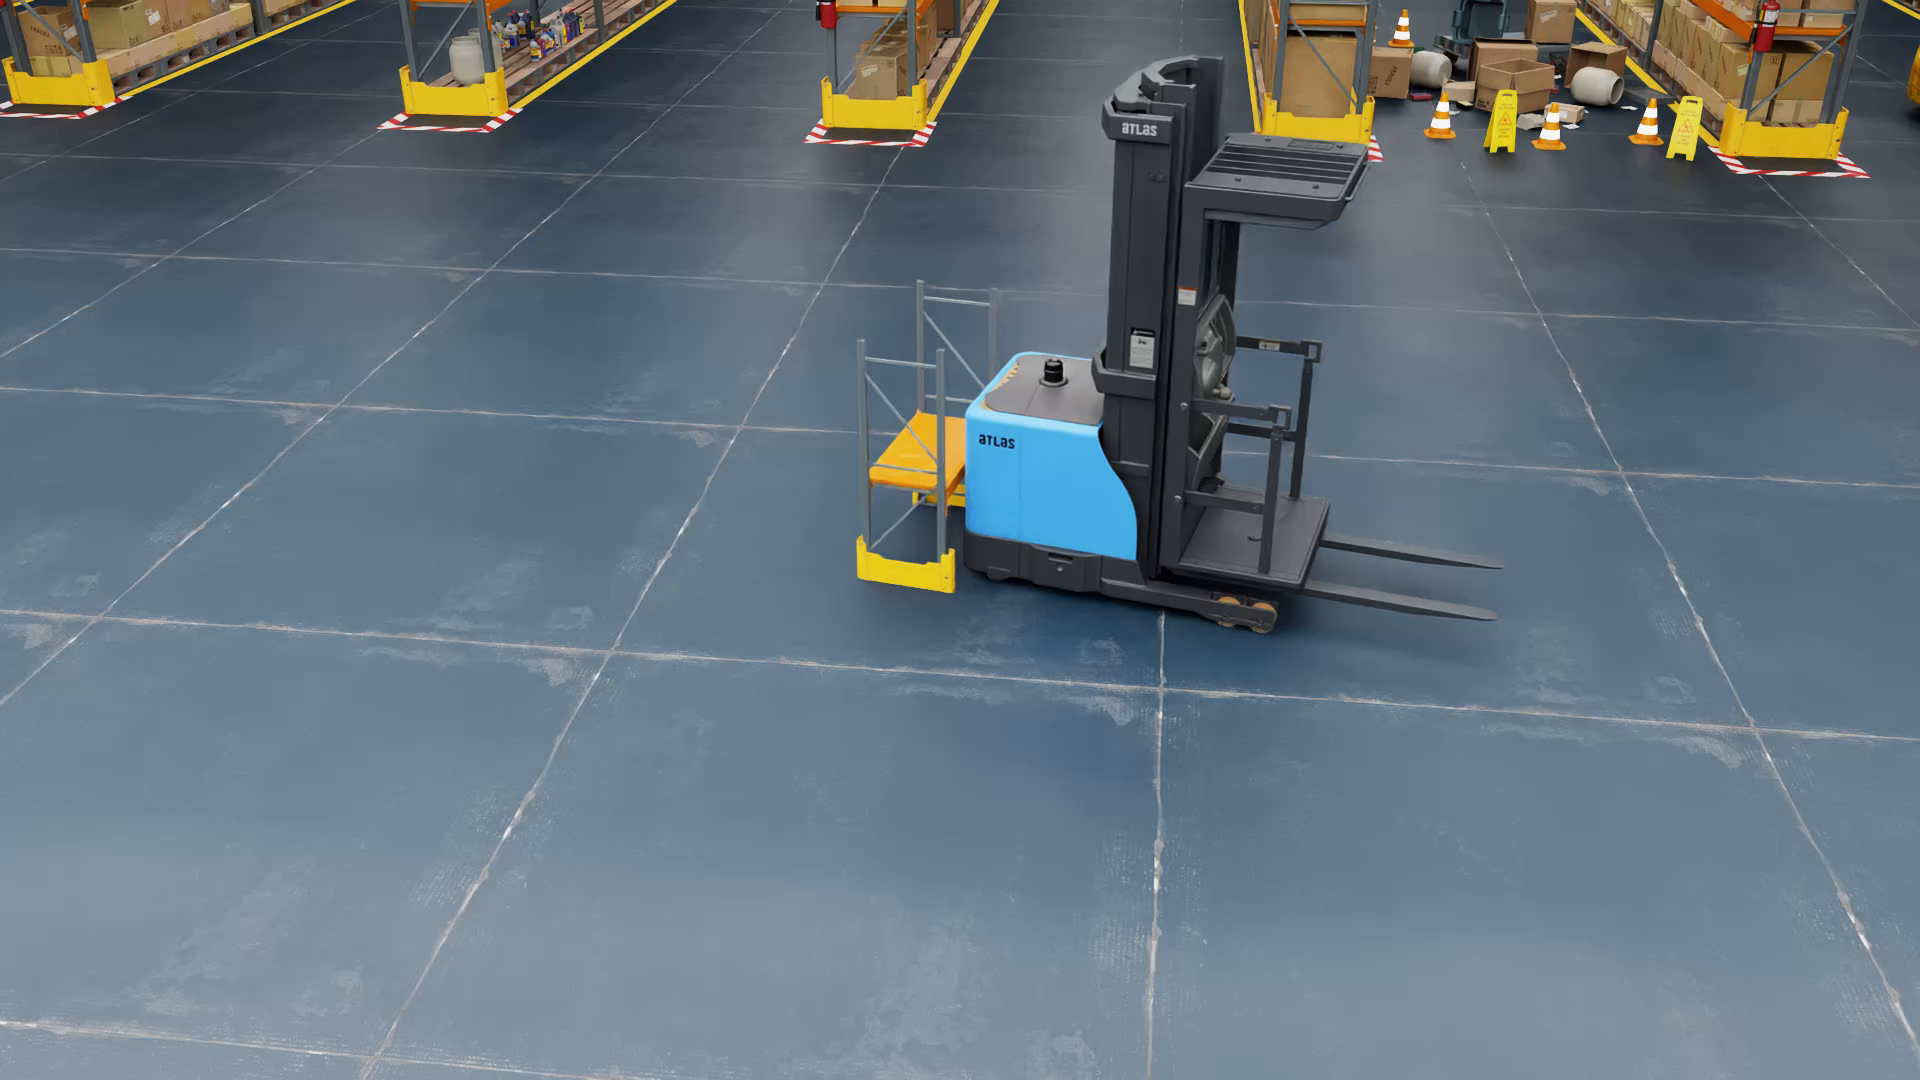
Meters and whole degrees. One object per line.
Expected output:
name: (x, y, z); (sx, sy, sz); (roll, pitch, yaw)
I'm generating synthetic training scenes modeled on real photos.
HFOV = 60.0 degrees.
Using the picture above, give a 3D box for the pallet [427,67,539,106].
pallet: (-5.832, -5.536, 20.303); (1.003, 0.211, 1.213); (3, 28, 6)

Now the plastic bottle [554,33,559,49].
plastic bottle: (-5.277, -6.492, 21.624); (0.097, 0.201, 0.097); (0, 28, 0)

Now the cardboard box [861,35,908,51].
cardboard box: (-0.852, -5.716, 19.890); (0.500, 0.500, 0.500); (11, 30, 19)

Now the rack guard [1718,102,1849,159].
rack guard: (8.861, -4.415, 17.917); (1.175, 0.500, 0.348); (3, 28, 6)

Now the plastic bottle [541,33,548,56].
plastic bottle: (-5.326, -6.332, 21.254); (0.097, 0.271, 0.097); (0, 28, 0)

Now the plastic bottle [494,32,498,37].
plastic bottle: (-5.946, -6.342, 21.259); (0.061, 0.283, 0.133); (3, 28, 6)

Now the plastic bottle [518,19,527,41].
plastic bottle: (-5.818, -6.787, 22.099); (0.097, 0.271, 0.097); (0, 28, 0)

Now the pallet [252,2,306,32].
pallet: (-10.274, -7.637, 24.203); (1.003, 0.211, 1.213); (3, 28, 6)

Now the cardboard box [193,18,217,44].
cardboard box: (-10.283, -6.788, 22.143); (0.500, 0.250, 0.500); (3, 28, 6)

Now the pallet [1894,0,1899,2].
pallet: (15.039, -8.653, 26.088); (1.003, 0.211, 1.213); (3, 28, 6)

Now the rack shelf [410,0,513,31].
rack shelf: (-5.655, -6.968, 20.779); (1.077, 0.370, 4.000); (3, 28, 6)

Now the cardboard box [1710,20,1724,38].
cardboard box: (8.703, -5.756, 18.754); (0.380, 0.149, 0.250); (4, 29, 7)

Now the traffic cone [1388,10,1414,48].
traffic cone: (6.079, -7.029, 22.809); (0.336, 0.463, 0.334); (3, 28, 6)

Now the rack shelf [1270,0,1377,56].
rack shelf: (4.171, -6.344, 19.622); (1.077, 0.370, 4.000); (3, 28, 6)

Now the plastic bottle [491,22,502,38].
plastic bottle: (-6.018, -6.521, 21.521); (0.144, 0.351, 0.185); (5, 29, 8)

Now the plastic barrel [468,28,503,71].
plastic barrel: (-5.833, -5.983, 20.373); (0.421, 0.512, 0.421); (0, 28, 0)

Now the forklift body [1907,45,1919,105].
forklift body: (12.200, -5.818, 18.781); (2.313, 2.155, 1.214); (3, 28, 6)

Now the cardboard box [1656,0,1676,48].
cardboard box: (9.001, -6.405, 20.641); (0.500, 0.500, 0.500); (5, 29, 9)

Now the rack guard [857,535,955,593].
rack guard: (-0.317, 0.140, 9.726); (0.587, 0.250, 0.087); (8, 29, 15)

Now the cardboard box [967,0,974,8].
cardboard box: (-0.184, -8.068, 24.236); (0.700, 0.500, 0.500); (6, 29, 10)

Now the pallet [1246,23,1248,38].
pallet: (4.583, -7.318, 23.611); (1.003, 0.211, 1.213); (3, 28, 6)

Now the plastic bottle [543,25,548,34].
plastic bottle: (-5.395, -6.591, 21.722); (0.061, 0.283, 0.133); (3, 28, 6)

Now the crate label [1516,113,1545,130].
crate label: (6.515, -4.775, 18.968); (0.250, 0.136, 0.298); (-11, 30, -20)

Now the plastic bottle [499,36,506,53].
plastic bottle: (-5.909, -6.379, 21.414); (0.097, 0.201, 0.097); (0, 28, 0)

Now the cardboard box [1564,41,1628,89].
cardboard box: (7.860, -5.837, 20.556); (0.500, 0.500, 0.500); (-24, 36, -37)

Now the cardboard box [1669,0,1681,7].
cardboard box: (8.926, -6.635, 20.385); (0.380, 0.149, 0.250); (4, 29, 7)

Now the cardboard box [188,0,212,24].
cardboard box: (-10.295, -7.119, 21.967); (0.500, 0.500, 0.500); (3, 28, 6)

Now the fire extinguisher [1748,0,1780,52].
fire extinguisher: (8.380, -5.418, 17.226); (0.296, 0.674, 0.183); (3, 28, 6)

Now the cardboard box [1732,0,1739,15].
cardboard box: (8.658, -5.802, 18.122); (0.380, 0.149, 0.250); (3, 28, 5)

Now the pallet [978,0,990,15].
pallet: (-0.101, -8.226, 25.296); (1.003, 0.211, 1.213); (3, 28, 6)

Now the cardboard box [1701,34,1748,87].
cardboard box: (8.751, -5.422, 18.817); (0.500, 0.500, 0.500); (4, 29, 8)

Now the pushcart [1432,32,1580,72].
pushcart: (7.073, -6.317, 21.577); (1.648, 0.377, 0.936); (-6, 29, -11)

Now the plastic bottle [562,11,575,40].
plastic bottle: (-5.226, -6.843, 22.119); (0.144, 0.351, 0.185); (2, 28, 4)

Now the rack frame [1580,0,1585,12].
rack frame: (9.832, -9.245, 24.248); (1.000, 3.000, 0.127); (3, 28, 6)

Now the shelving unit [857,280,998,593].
shelving unit: (-0.168, -0.635, 9.848); (0.587, 1.500, 1.083); (8, 29, 15)

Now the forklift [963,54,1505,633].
forklift: (1.590, -1.056, 9.120); (3.031, 2.935, 1.130); (10, 30, 17)

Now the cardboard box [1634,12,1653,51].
cardboard box: (9.403, -6.637, 21.735); (0.950, 0.372, 0.625); (4, 29, 7)

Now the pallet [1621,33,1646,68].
pallet: (9.435, -6.501, 22.095); (1.003, 0.211, 1.213); (3, 28, 6)

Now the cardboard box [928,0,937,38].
cardboard box: (-0.583, -6.836, 21.970); (0.500, 0.500, 0.500); (3, 28, 5)

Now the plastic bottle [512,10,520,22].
plastic bottle: (-5.920, -6.898, 22.220); (0.144, 0.351, 0.185); (4, 29, 8)

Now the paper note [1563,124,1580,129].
paper note: (6.992, -4.733, 19.003); (0.148, 0.019, 0.142); (-6, 29, -11)

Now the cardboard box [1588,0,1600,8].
cardboard box: (9.752, -8.008, 24.279); (0.950, 0.372, 0.625); (1, 28, 3)

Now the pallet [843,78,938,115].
pallet: (-0.840, -5.244, 19.761); (1.003, 0.211, 1.213); (3, 28, 6)

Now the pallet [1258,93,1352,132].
pallet: (3.947, -4.873, 19.072); (1.003, 0.211, 1.213); (3, 28, 6)

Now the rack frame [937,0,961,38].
rack frame: (-0.494, -7.938, 21.822); (1.000, 3.000, 0.127); (3, 28, 6)

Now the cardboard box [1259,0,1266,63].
cardboard box: (4.270, -6.560, 21.061); (0.875, 0.875, 0.875); (4, 29, 7)

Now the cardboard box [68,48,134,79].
cardboard box: (-10.529, -5.846, 20.396); (0.500, 0.250, 0.500); (3, 28, 6)

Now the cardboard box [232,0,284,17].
cardboard box: (-10.030, -7.665, 23.772); (0.500, 0.250, 0.500); (3, 28, 5)

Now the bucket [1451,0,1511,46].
bucket: (6.688, -6.632, 21.247); (0.726, 0.611, 0.620); (14, 21, 24)

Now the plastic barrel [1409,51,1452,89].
plastic barrel: (5.800, -5.845, 20.653); (0.421, 0.421, 0.512); (-24, 36, -37)

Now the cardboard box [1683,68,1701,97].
cardboard box: (8.813, -5.340, 19.455); (0.500, 0.250, 0.500); (2, 28, 4)
